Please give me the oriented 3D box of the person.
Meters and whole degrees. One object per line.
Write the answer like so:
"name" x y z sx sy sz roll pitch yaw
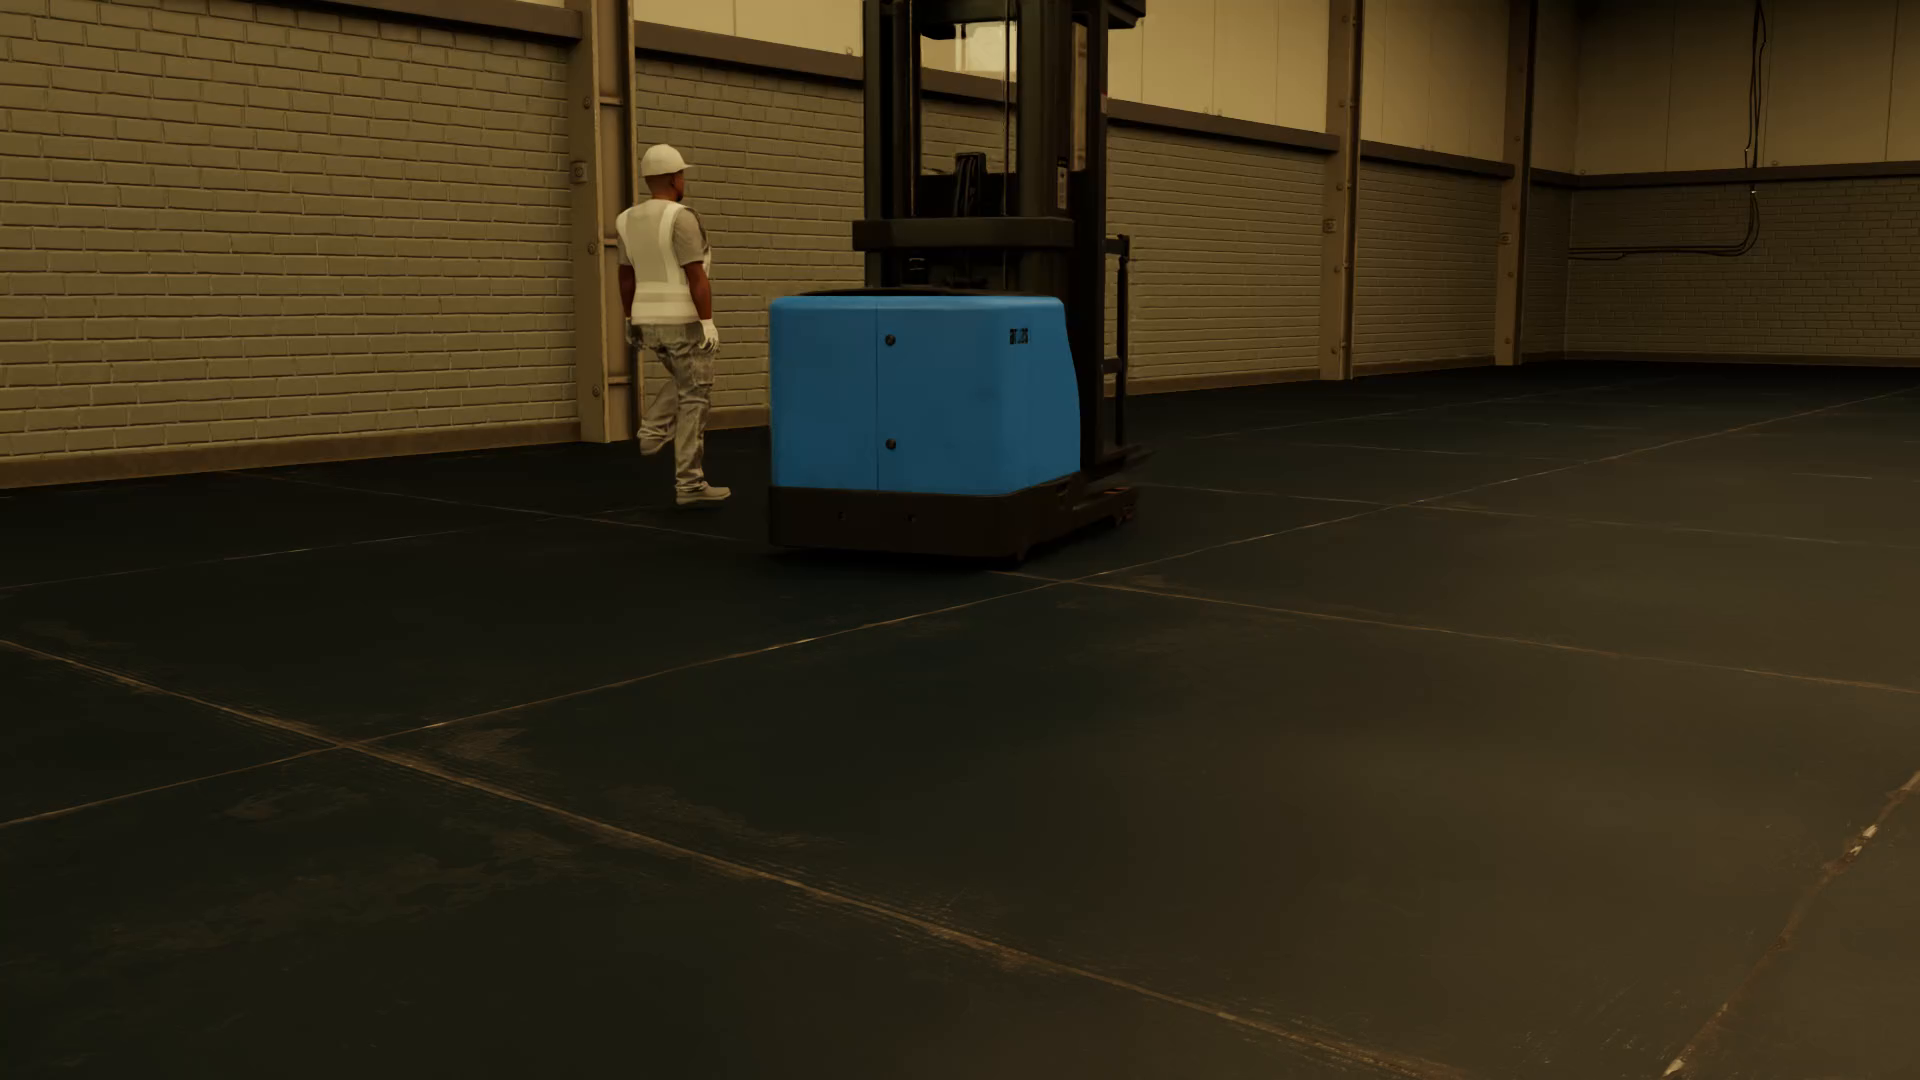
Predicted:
"person" -1.411 -1.095 8.468 0.638 1.783 0.531 6 10 35

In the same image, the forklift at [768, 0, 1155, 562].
"forklift" 0.219 -1.538 7.792 1.130 2.935 3.031 3 9 21
